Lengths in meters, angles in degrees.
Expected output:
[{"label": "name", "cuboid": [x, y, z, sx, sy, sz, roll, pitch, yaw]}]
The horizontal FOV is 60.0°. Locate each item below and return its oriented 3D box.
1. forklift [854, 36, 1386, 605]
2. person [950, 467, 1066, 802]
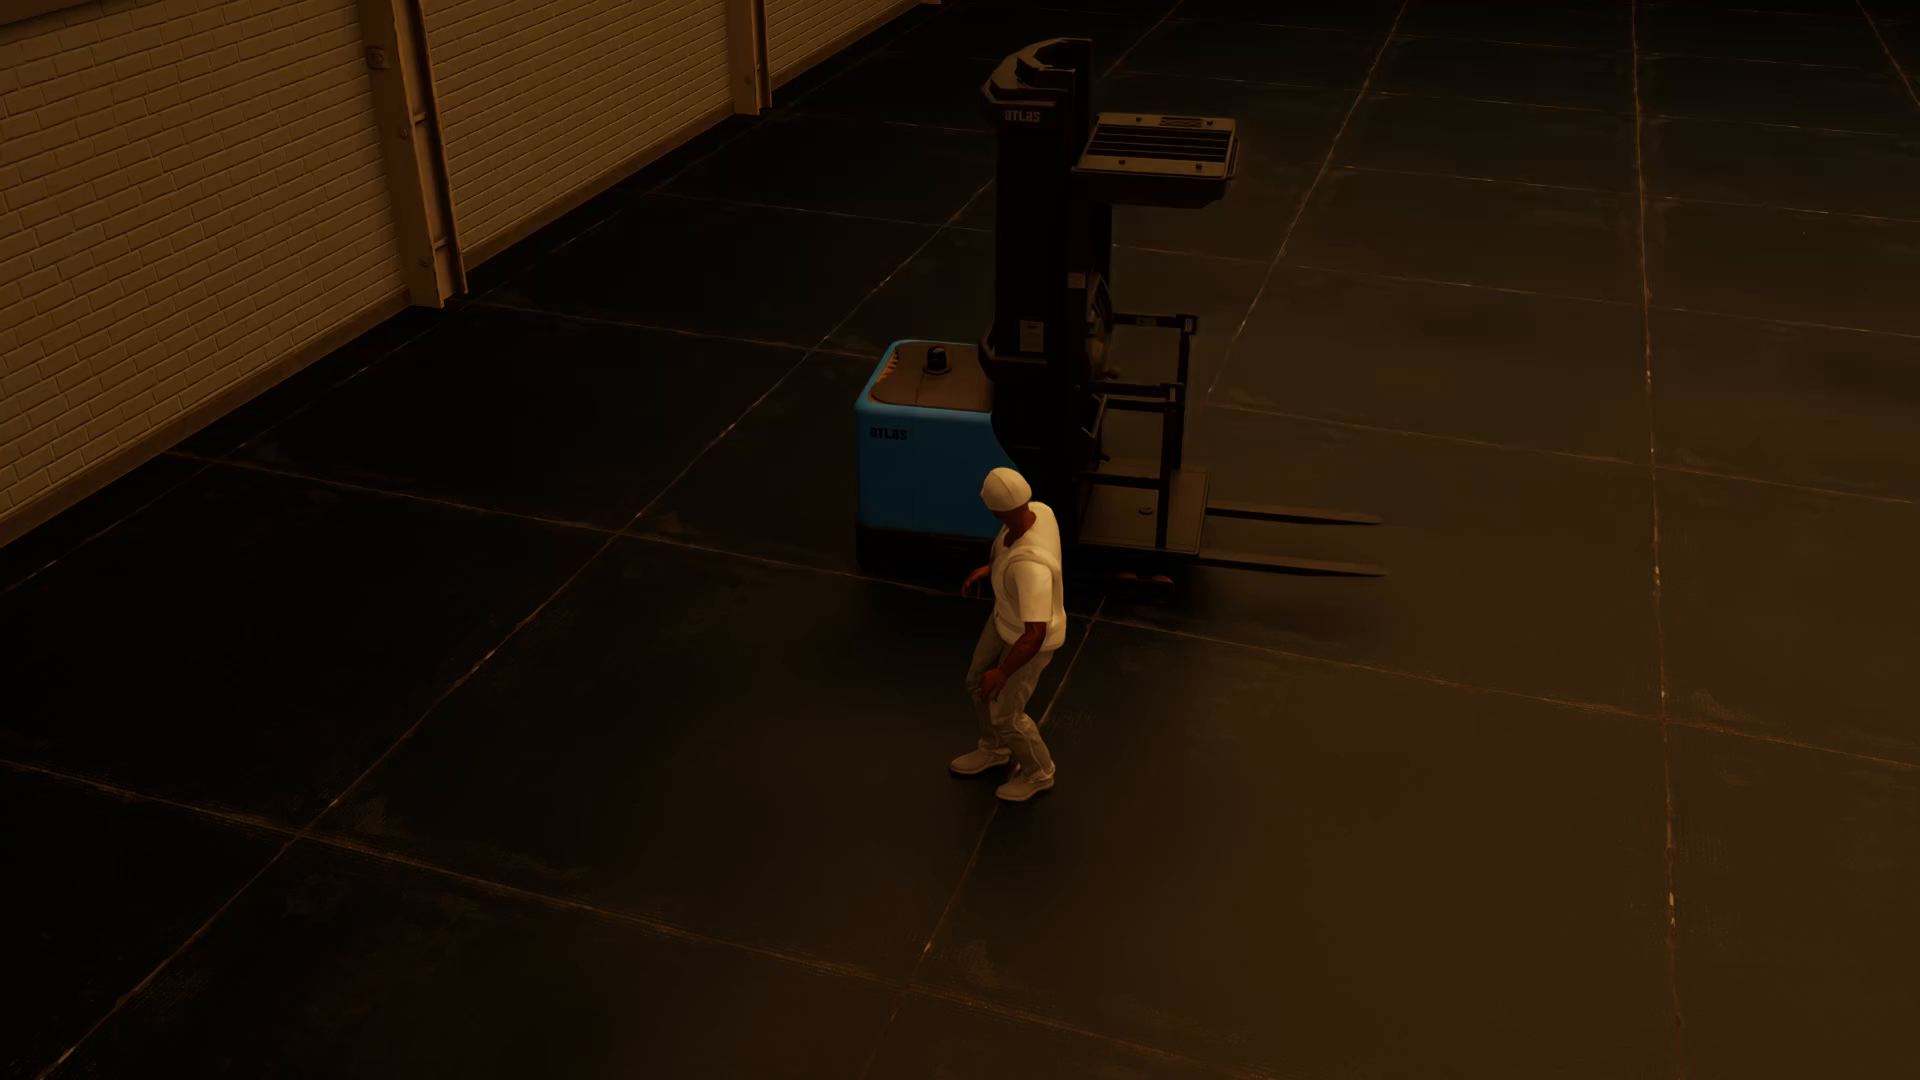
[{"label": "forklift", "cuboid": [0.960, -1.192, 9.227, 3.031, 2.935, 1.130, 6, 30, 10]}, {"label": "person", "cuboid": [0.225, 0.433, 7.615, 0.516, 1.718, 0.791, -5, 30, -9]}]
